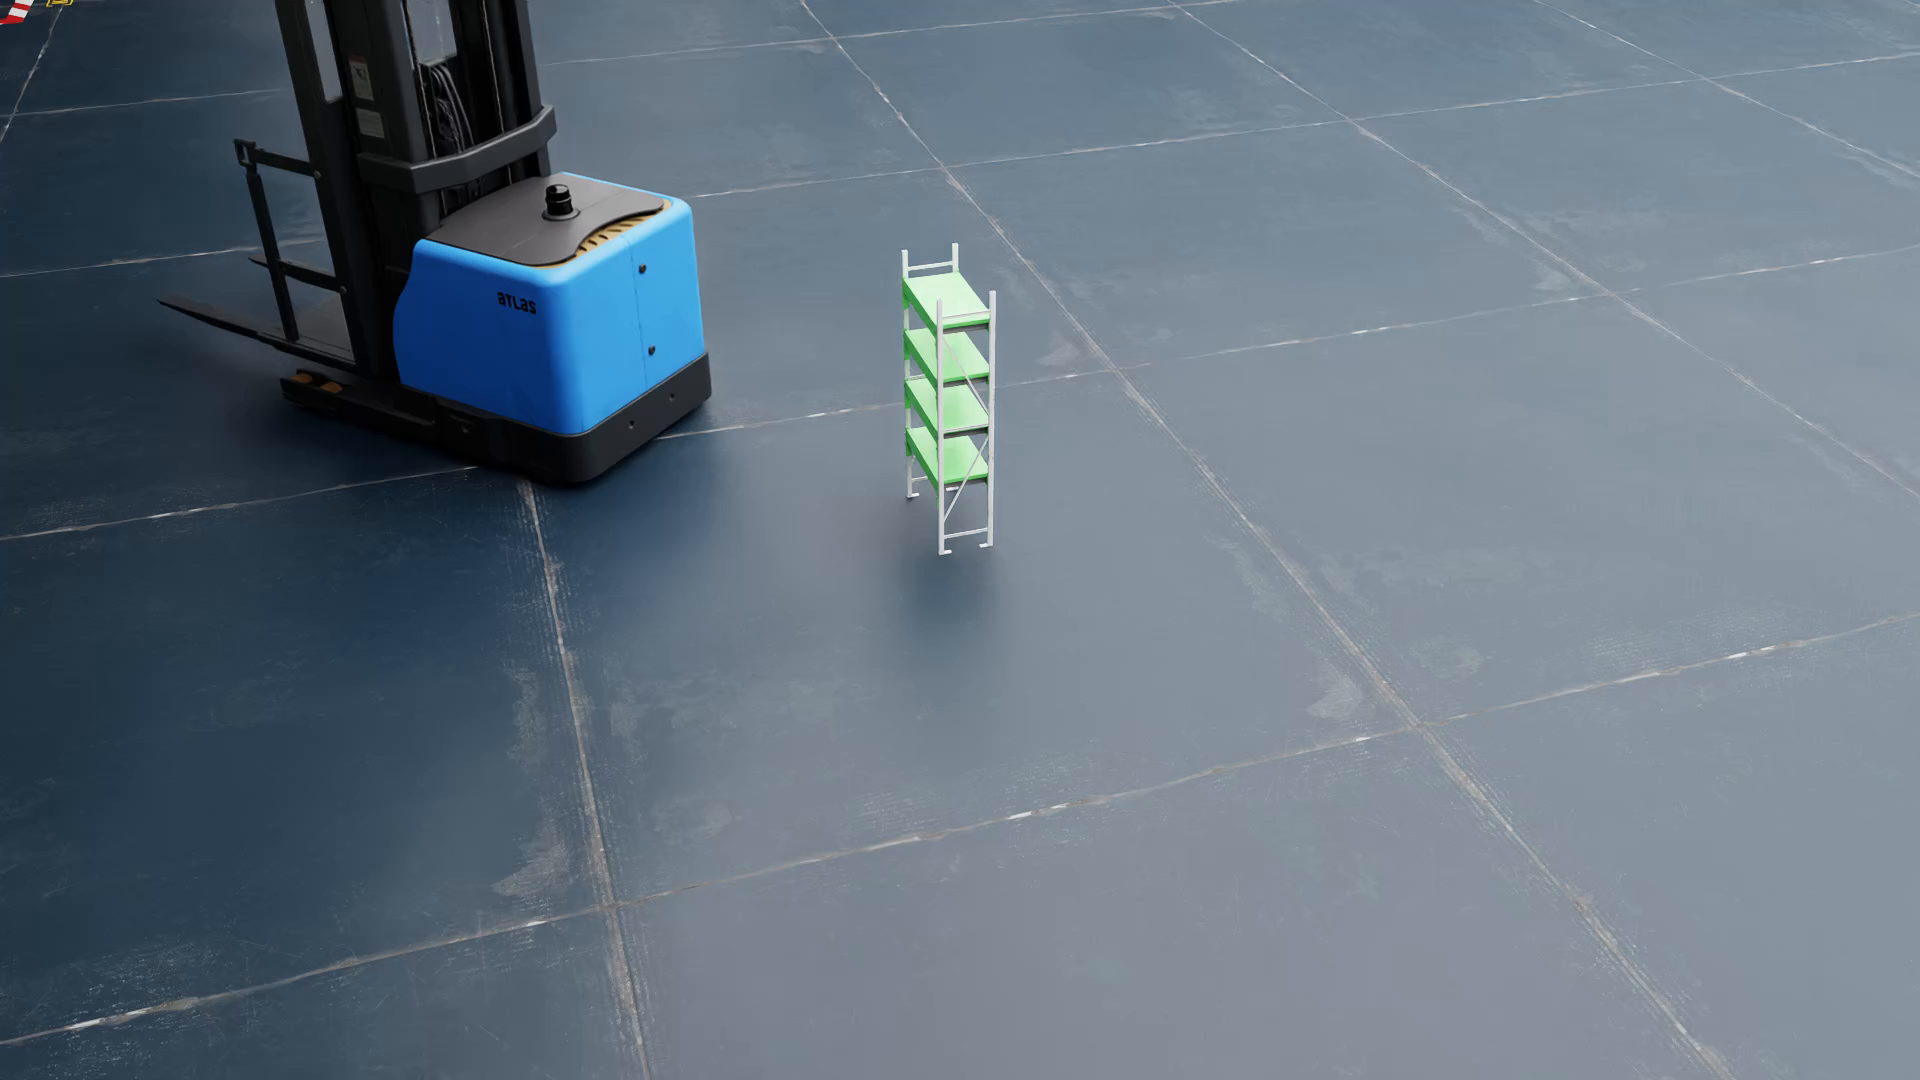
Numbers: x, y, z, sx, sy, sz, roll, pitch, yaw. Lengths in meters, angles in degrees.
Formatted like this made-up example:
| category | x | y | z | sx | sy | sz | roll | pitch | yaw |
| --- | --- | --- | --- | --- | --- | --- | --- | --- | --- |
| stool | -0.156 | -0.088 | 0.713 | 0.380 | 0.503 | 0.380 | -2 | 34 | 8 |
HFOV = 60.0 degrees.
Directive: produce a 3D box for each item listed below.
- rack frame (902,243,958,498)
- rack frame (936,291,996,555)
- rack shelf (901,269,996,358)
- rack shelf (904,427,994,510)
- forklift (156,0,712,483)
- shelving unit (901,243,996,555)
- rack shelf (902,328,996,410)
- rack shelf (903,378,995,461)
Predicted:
| category | x | y | z | sx | sy | sz | roll | pitch | yaw |
| --- | --- | --- | --- | --- | --- | --- | --- | --- | --- |
| rack frame | -0.125 | -0.716 | 7.245 | 0.240 | 1.200 | 0.015 | -10 | 35 | -15 |
| rack frame | 0.024 | -0.459 | 6.857 | 0.240 | 1.200 | 0.015 | -10 | 35 | -15 |
| rack shelf | -0.050 | -0.935 | 6.821 | 0.258 | 0.148 | 0.480 | -10 | 35 | -15 |
| rack shelf | -0.050 | -0.334 | 7.218 | 0.258 | 0.148 | 0.480 | -10 | 35 | -15 |
| forklift | -2.763 | -2.063 | 7.713 | 3.031 | 2.935 | 1.130 | 17 | 37 | 24 |
| shelving unit | -0.050 | -0.587 | 7.051 | 0.258 | 1.200 | 0.503 | -10 | 35 | -15 |
| rack shelf | -0.050 | -0.734 | 6.954 | 0.258 | 0.148 | 0.480 | -10 | 35 | -15 |
| rack shelf | -0.050 | -0.534 | 7.086 | 0.258 | 0.148 | 0.480 | -10 | 35 | -15 |
